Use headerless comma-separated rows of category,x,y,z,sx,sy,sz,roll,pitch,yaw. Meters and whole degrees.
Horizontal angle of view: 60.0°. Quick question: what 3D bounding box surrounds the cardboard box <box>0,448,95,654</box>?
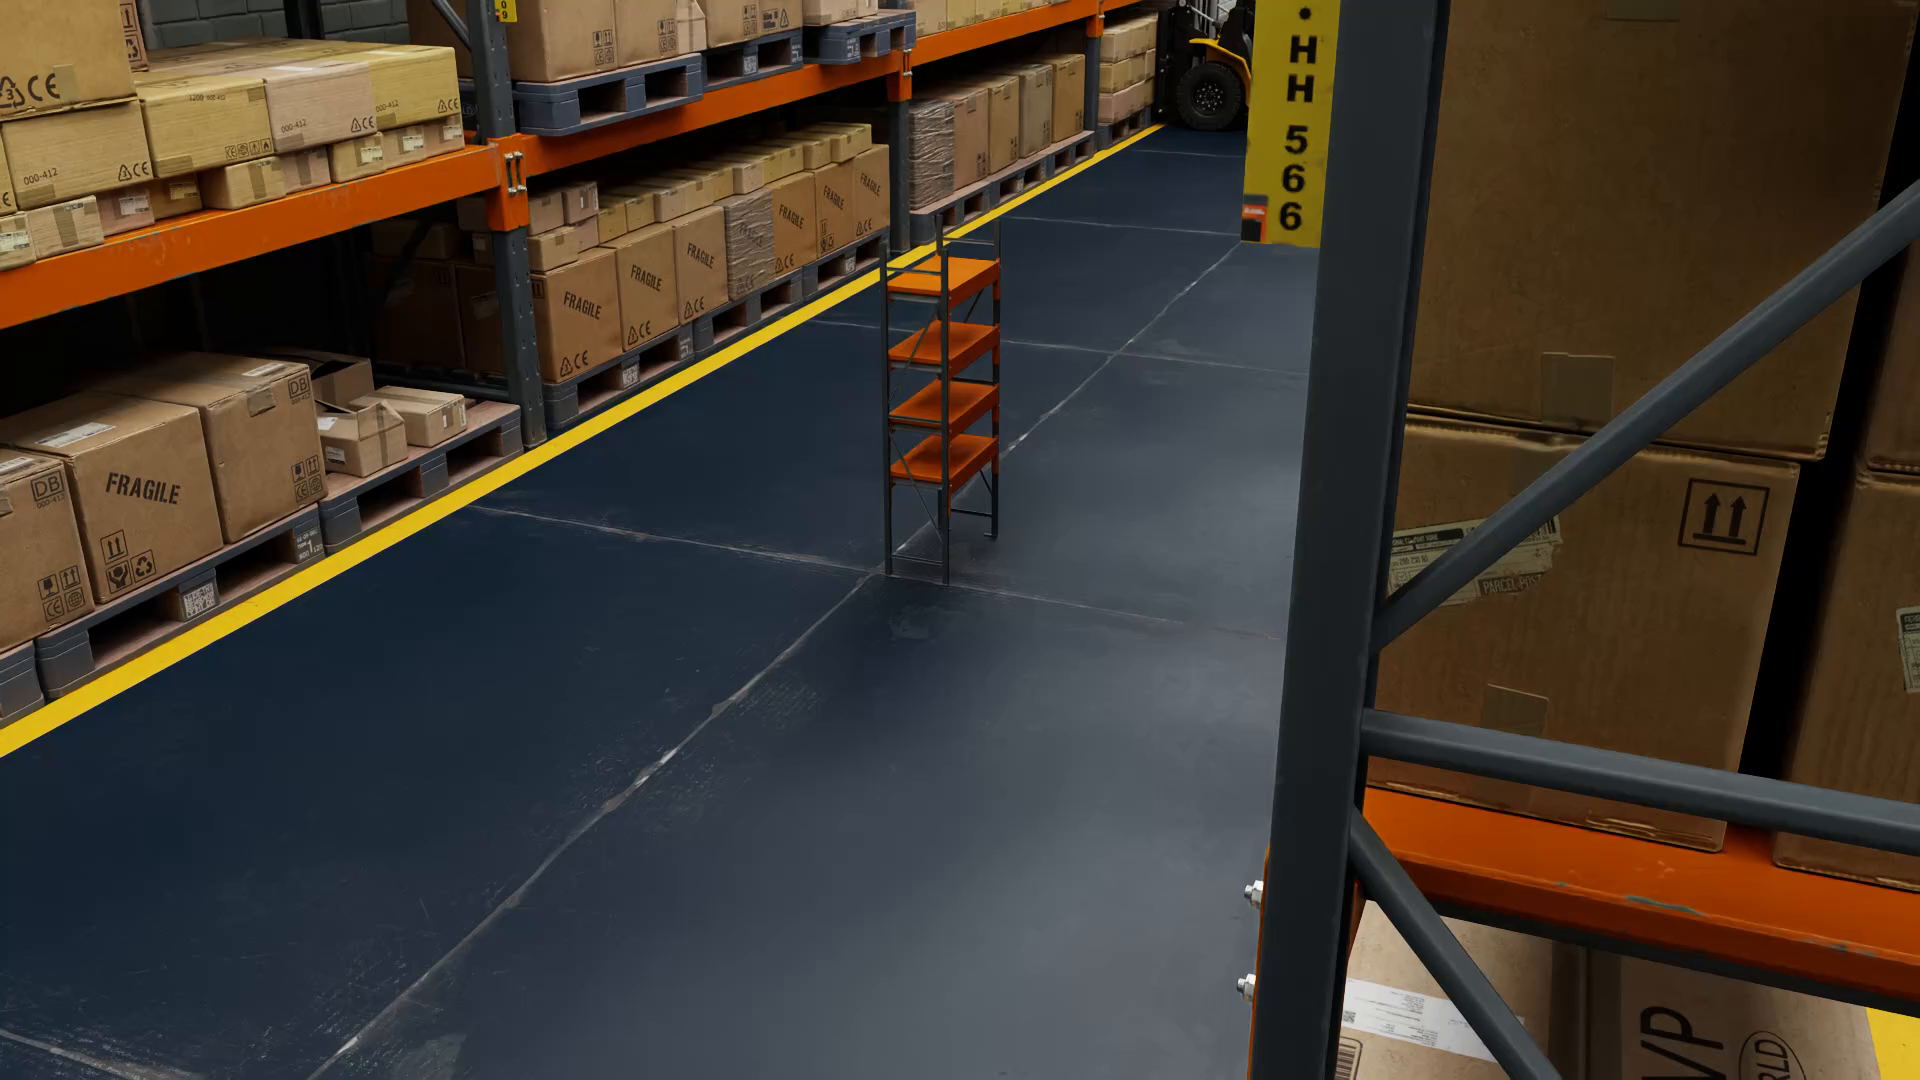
cardboard box,-3.108,0.022,5.004,0.700,0.500,0.500,10,25,22

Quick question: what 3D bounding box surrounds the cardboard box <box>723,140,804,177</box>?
cardboard box,-1.106,-2.144,9.347,0.380,0.149,0.250,10,24,22

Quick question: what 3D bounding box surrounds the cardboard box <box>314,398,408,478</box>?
cardboard box,-2.358,-0.427,6.382,0.396,0.266,0.258,10,25,22

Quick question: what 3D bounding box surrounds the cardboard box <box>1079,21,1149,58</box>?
cardboard box,1.351,-4.422,14.671,0.500,0.250,0.500,9,24,20

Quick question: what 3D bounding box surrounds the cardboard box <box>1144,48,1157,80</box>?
cardboard box,1.529,-4.370,15.193,0.500,0.250,0.500,9,24,20

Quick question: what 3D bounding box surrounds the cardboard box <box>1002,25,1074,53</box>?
cardboard box,0.683,-4.317,14.418,0.500,0.250,0.500,9,24,21

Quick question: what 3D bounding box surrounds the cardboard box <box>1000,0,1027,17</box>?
cardboard box,0.157,-3.899,11.888,0.500,0.250,0.500,10,25,22

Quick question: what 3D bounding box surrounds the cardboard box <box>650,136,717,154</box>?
cardboard box,-1.617,-2.217,9.522,0.380,0.149,0.250,8,24,18

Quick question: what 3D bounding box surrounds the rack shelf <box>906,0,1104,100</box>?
rack shelf,-0.063,-3.679,12.099,1.077,0.370,4.000,9,24,20

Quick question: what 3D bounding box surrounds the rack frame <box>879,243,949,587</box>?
rack frame,-0.152,-0.407,5.668,0.240,1.200,0.015,9,24,20

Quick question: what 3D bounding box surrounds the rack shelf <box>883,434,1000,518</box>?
rack shelf,-0.061,-0.249,5.979,0.258,0.148,0.480,9,24,20

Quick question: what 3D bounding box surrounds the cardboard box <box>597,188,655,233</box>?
cardboard box,-1.706,-1.597,8.039,0.380,0.149,0.250,8,24,19

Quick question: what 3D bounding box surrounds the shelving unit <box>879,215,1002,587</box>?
shelving unit,-0.061,-0.494,5.877,0.258,1.200,0.503,9,24,20

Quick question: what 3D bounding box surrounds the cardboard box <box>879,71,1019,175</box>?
cardboard box,-0.076,-3.090,12.292,0.875,0.625,0.625,8,24,18

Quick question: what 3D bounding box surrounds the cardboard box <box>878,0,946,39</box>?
cardboard box,-0.414,-3.350,10.572,0.500,0.250,0.500,9,24,20

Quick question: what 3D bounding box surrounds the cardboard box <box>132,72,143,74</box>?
cardboard box,-3.099,-1.428,5.586,0.500,0.250,0.500,9,24,21

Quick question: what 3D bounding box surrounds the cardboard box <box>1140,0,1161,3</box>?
cardboard box,1.812,-5.399,17.010,0.500,0.250,0.500,8,24,19

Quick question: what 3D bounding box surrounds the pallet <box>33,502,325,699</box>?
pallet,-2.999,0.107,5.720,1.003,0.211,1.213,9,24,20

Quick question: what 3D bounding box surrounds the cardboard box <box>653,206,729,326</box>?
cardboard box,-1.525,-1.415,8.443,0.500,0.500,0.500,8,24,18

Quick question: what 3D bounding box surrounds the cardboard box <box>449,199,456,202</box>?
cardboard box,-2.247,-1.559,7.948,0.380,0.149,0.250,9,24,21

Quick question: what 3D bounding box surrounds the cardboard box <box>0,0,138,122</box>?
cardboard box,-2.802,-1.507,4.801,0.500,0.500,0.500,9,24,21

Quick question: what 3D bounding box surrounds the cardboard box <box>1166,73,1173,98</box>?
cardboard box,1.725,-4.326,15.737,0.500,0.250,0.500,10,25,22

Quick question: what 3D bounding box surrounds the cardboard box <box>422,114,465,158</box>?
cardboard box,-2.175,-1.597,6.508,0.380,0.149,0.250,9,24,21

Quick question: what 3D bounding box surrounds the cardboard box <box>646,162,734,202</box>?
cardboard box,-1.411,-1.870,8.693,0.380,0.149,0.250,9,24,20

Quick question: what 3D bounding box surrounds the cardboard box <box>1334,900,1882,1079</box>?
cardboard box,0.985,1.015,2.707,0.875,0.438,0.875,8,24,18

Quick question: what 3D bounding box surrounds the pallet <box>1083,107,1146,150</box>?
pallet,1.014,-3.718,14.878,1.003,0.211,1.213,9,24,20

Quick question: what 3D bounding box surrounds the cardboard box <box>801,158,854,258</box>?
cardboard box,-0.959,-1.976,9.786,0.500,0.500,0.500,8,24,19

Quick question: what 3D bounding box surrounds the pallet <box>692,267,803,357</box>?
pallet,-1.573,-1.311,9.116,1.003,0.211,1.213,9,24,20

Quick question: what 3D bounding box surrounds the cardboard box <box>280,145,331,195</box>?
cardboard box,-2.449,-1.315,5.831,0.380,0.149,0.250,9,24,21

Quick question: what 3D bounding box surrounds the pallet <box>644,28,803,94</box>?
pallet,-1.524,-2.510,8.616,1.003,0.211,1.213,9,24,20

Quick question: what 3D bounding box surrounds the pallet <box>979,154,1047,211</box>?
pallet,-0.009,-2.732,12.517,1.003,0.211,1.213,9,24,20

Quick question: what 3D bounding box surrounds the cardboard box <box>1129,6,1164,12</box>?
cardboard box,1.922,-4.969,15.980,0.500,0.250,0.500,9,24,21

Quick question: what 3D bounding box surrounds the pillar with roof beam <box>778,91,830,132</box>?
pillar with roof beam,2.839,-6.042,9.040,9.100,9.000,0.400,9,24,20

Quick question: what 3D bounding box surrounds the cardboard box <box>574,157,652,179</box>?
cardboard box,-1.859,-1.932,8.839,0.380,0.149,0.250,8,24,18

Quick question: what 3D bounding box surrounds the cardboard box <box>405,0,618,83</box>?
cardboard box,-1.904,-2.245,7.057,0.700,0.500,0.500,9,24,21

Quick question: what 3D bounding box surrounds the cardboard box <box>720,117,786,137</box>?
cardboard box,-1.289,-2.493,10.182,0.380,0.149,0.250,10,25,23

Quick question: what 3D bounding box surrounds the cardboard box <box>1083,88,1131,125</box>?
cardboard box,1.167,-3.777,14.423,0.500,0.250,0.500,9,24,21

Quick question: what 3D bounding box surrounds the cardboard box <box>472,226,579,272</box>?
cardboard box,-1.911,-1.293,7.312,0.380,0.149,0.250,10,25,23

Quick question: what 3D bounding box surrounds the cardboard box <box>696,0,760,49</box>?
cardboard box,-1.420,-2.711,8.173,0.700,0.500,0.500,9,24,20

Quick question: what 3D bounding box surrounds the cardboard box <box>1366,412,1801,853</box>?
cardboard box,0.766,0.021,2.179,0.500,0.500,0.500,9,24,20

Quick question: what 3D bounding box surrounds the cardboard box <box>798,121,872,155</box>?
cardboard box,-0.754,-2.422,10.012,0.380,0.149,0.250,8,24,17

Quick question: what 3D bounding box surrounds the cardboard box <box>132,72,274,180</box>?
cardboard box,-2.624,-1.356,5.414,0.500,0.250,0.500,9,24,20

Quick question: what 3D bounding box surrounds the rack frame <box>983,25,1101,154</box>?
rack frame,0.680,-4.726,13.673,1.000,3.000,0.127,9,24,20

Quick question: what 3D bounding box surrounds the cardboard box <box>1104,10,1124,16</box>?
cardboard box,1.237,-4.860,15.719,0.500,0.250,0.500,8,24,19

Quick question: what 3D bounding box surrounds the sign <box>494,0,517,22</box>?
sign,-1.785,-2.188,6.473,0.100,0.325,0.005,9,24,20

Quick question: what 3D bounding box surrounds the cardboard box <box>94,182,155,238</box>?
cardboard box,-2.765,-1.048,5.192,0.380,0.149,0.250,9,24,20

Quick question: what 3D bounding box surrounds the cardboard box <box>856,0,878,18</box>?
cardboard box,-0.693,-3.083,9.520,0.380,0.149,0.250,9,24,21
